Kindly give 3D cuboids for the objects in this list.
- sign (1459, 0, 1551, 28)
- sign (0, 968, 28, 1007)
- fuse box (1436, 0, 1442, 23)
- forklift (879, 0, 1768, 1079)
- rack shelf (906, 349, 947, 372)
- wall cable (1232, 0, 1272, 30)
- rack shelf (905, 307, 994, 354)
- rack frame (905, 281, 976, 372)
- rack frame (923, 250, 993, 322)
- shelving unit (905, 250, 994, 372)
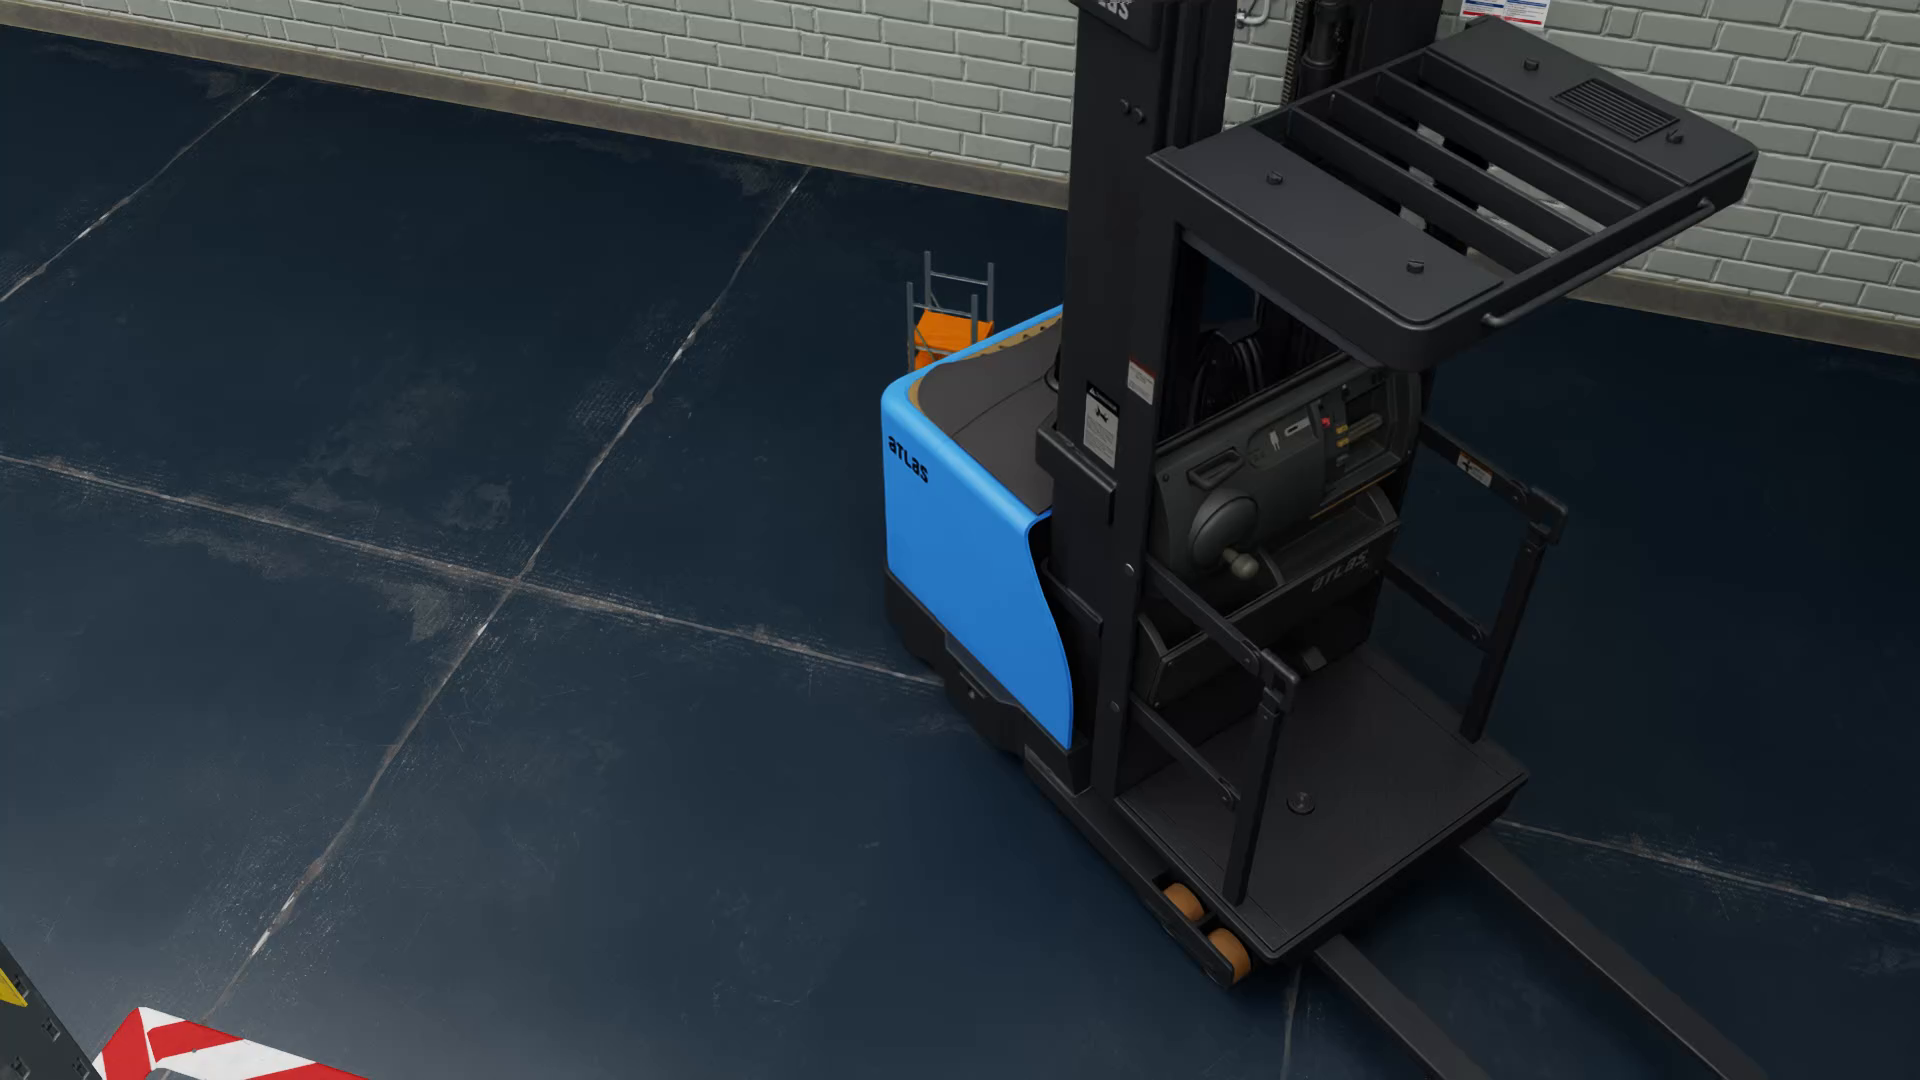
[{"bbox_3d":[2.160,-2.245,6.467,0.329,0.494,0.001,13,46,13],"label":"sign"},{"bbox_3d":[-1.504,0.602,2.493,0.100,0.325,0.005,13,46,13],"label":"sign"},{"bbox_3d":[1.627,-1.785,6.850,0.539,1.711,0.414,13,46,13],"label":"fuse box"},{"bbox_3d":[1.007,-0.135,4.293,1.130,2.935,3.031,-27,51,-25],"label":"forklift"},{"bbox_3d":[-0.035,-0.587,5.713,0.258,0.103,0.180,12,46,12],"label":"rack shelf"},{"bbox_3d":[1.024,-2.858,6.299,0.588,1.984,0.122,13,46,13],"label":"wall cable"},{"bbox_3d":[-0.035,-0.673,5.629,0.258,0.103,0.180,12,46,12],"label":"rack shelf"},{"bbox_3d":[-0.062,-0.386,5.787,0.240,1.200,0.006,12,46,12],"label":"rack frame"},{"bbox_3d":[-0.008,-0.509,5.912,0.240,1.200,0.006,12,46,12],"label":"rack frame"},{"bbox_3d":[-0.035,-0.447,5.849,0.258,1.200,0.189,12,46,12],"label":"shelving unit"}]
